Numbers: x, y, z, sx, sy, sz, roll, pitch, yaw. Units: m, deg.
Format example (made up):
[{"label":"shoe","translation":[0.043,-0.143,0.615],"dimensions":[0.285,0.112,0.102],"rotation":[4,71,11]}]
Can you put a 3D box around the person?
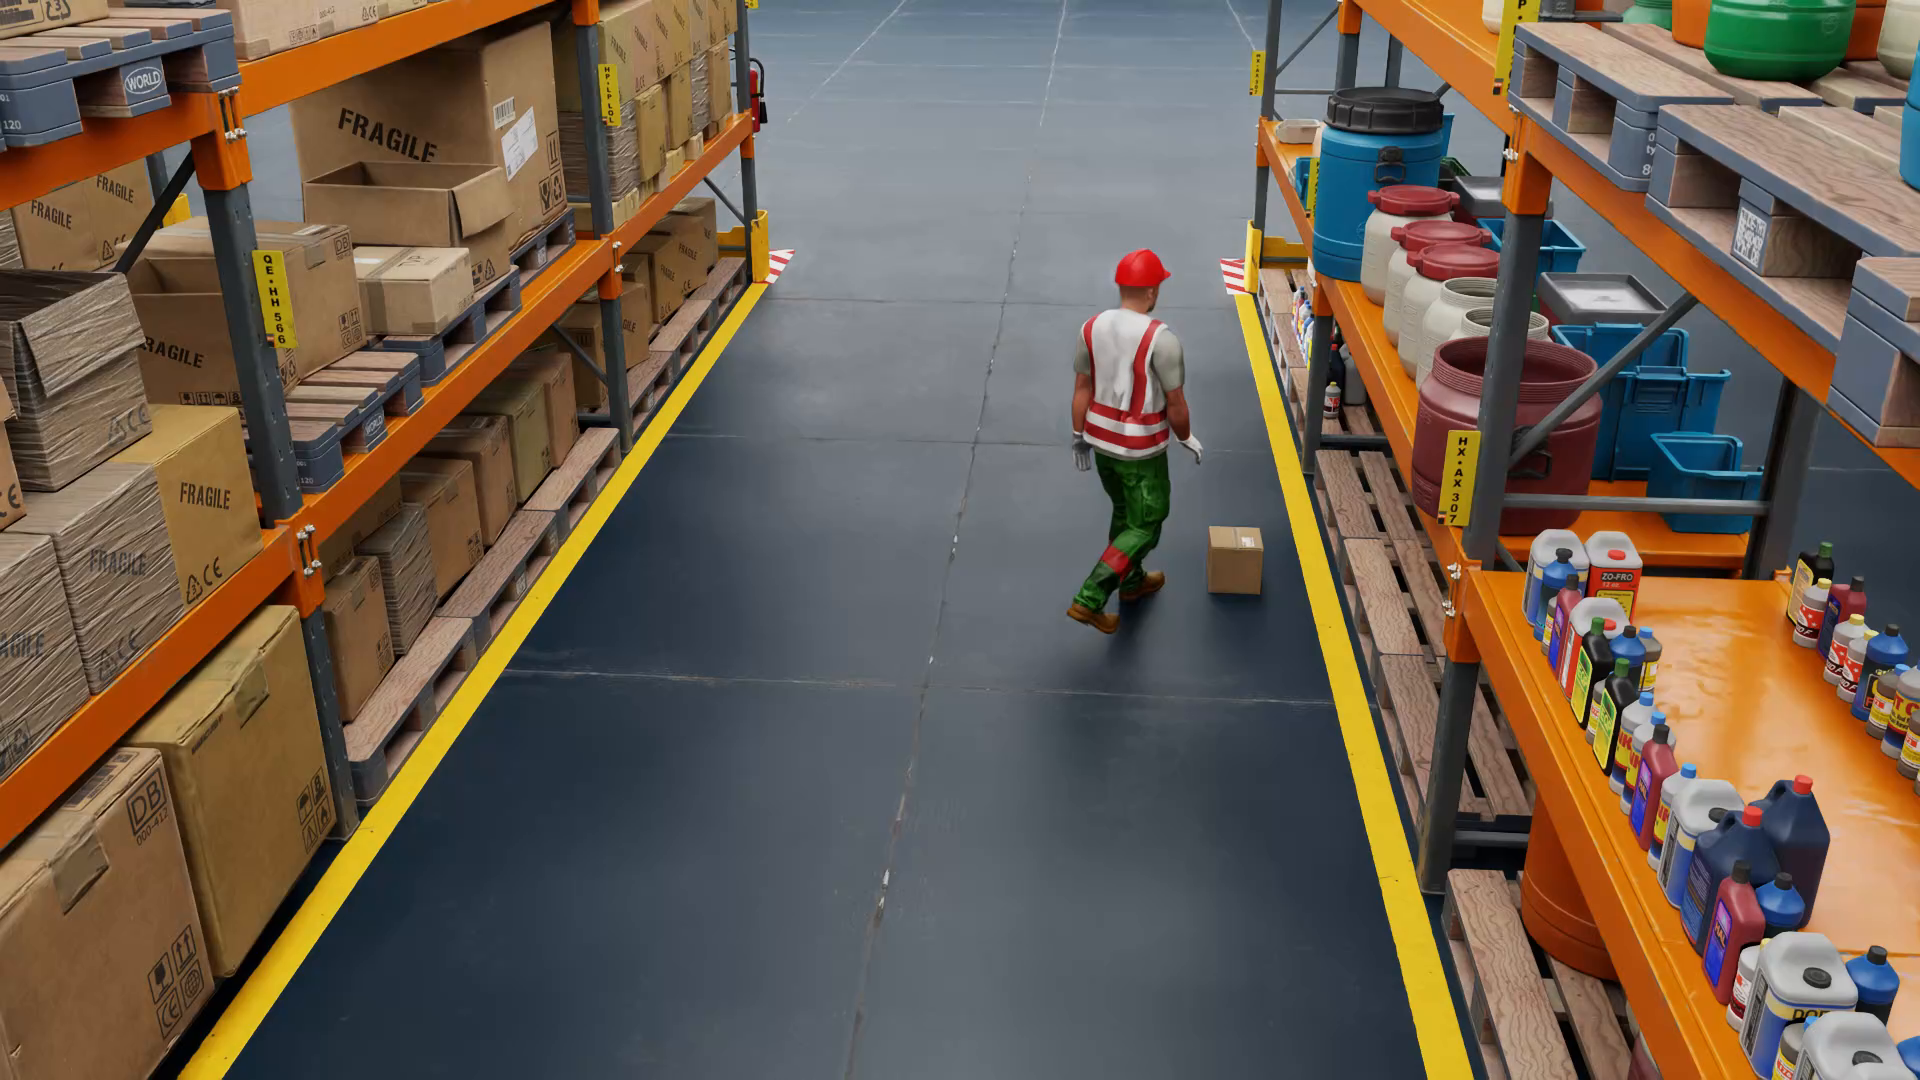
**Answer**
[{"label":"person","translation":[0.750,-0.430,7.522],"dimensions":[0.547,1.763,0.912],"rotation":[22,32,40]}]
